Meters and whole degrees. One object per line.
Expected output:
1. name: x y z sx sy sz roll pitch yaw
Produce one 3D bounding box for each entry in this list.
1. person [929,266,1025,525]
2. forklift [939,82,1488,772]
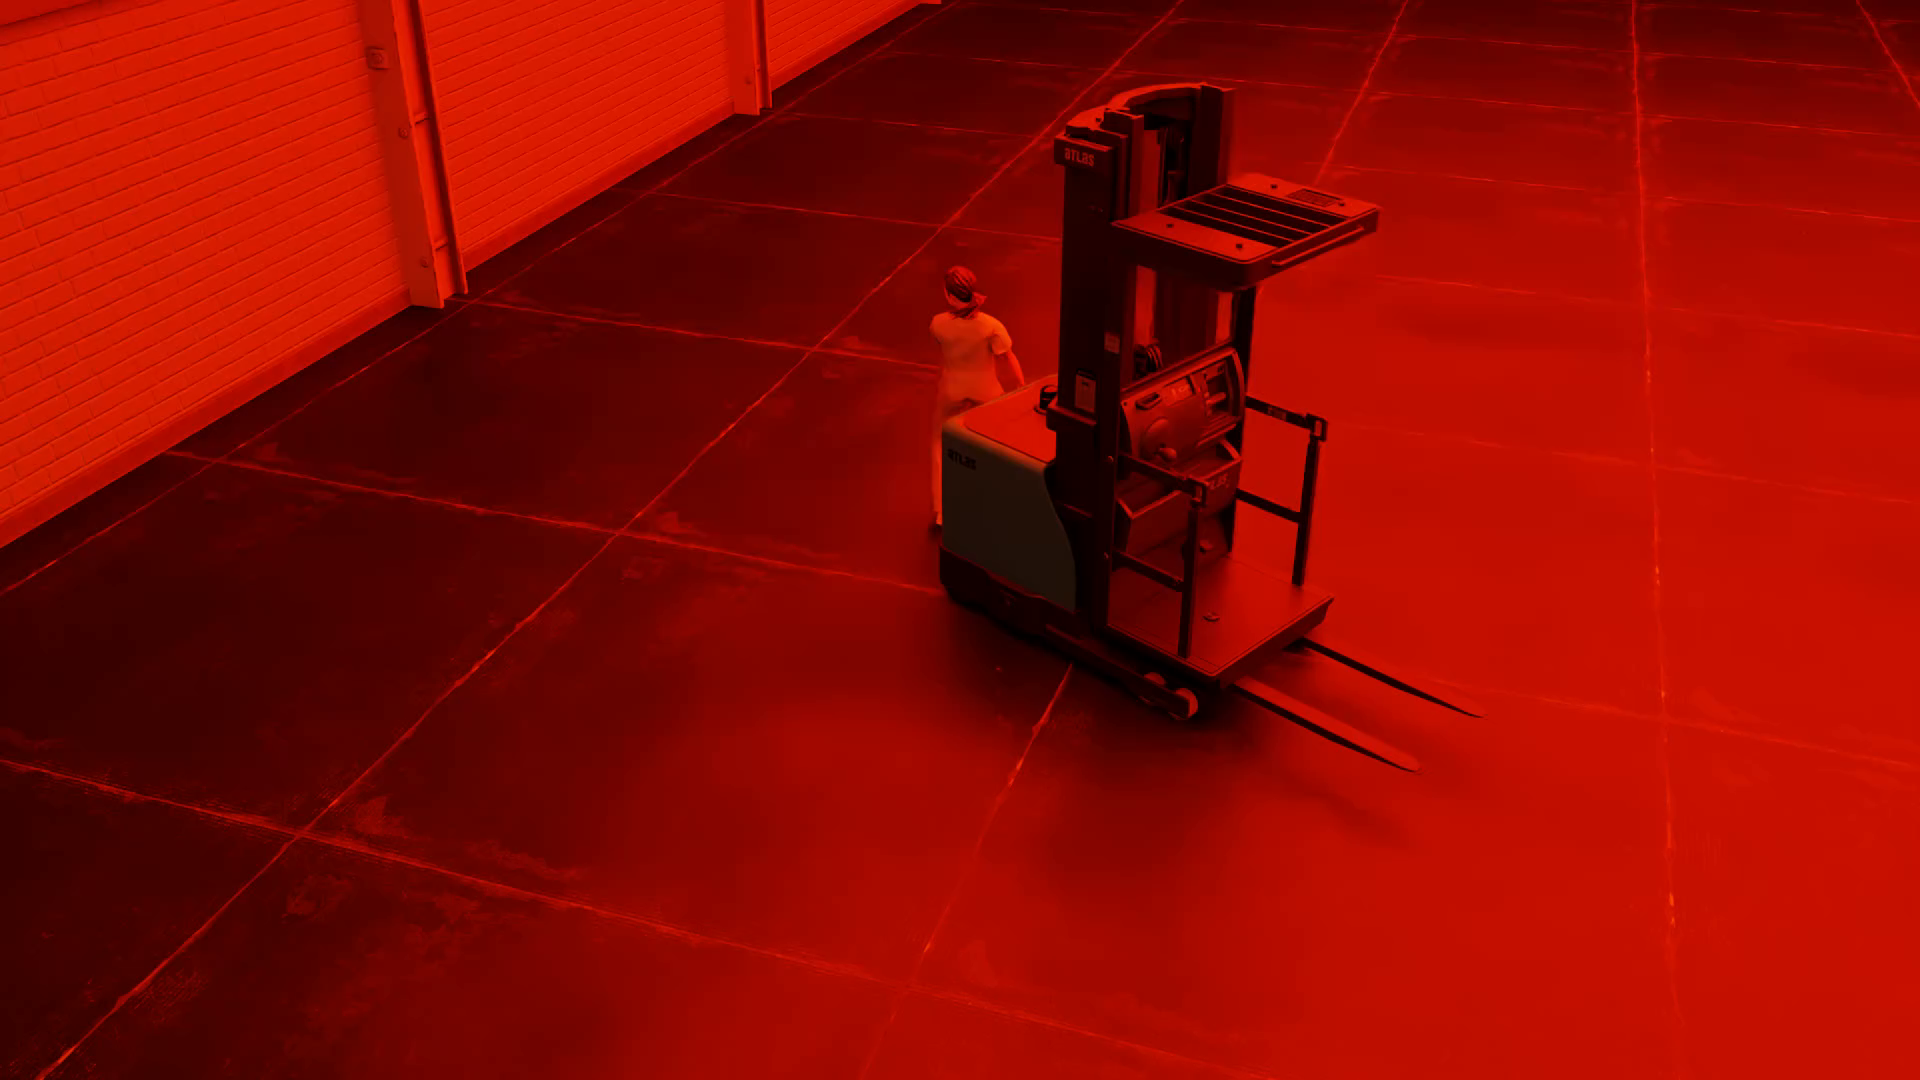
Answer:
1. person: 0.113 -0.928 10.135 0.614 1.578 0.759 2 30 3
2. forklift: 1.283 -0.644 8.266 3.031 2.935 1.130 26 39 38
